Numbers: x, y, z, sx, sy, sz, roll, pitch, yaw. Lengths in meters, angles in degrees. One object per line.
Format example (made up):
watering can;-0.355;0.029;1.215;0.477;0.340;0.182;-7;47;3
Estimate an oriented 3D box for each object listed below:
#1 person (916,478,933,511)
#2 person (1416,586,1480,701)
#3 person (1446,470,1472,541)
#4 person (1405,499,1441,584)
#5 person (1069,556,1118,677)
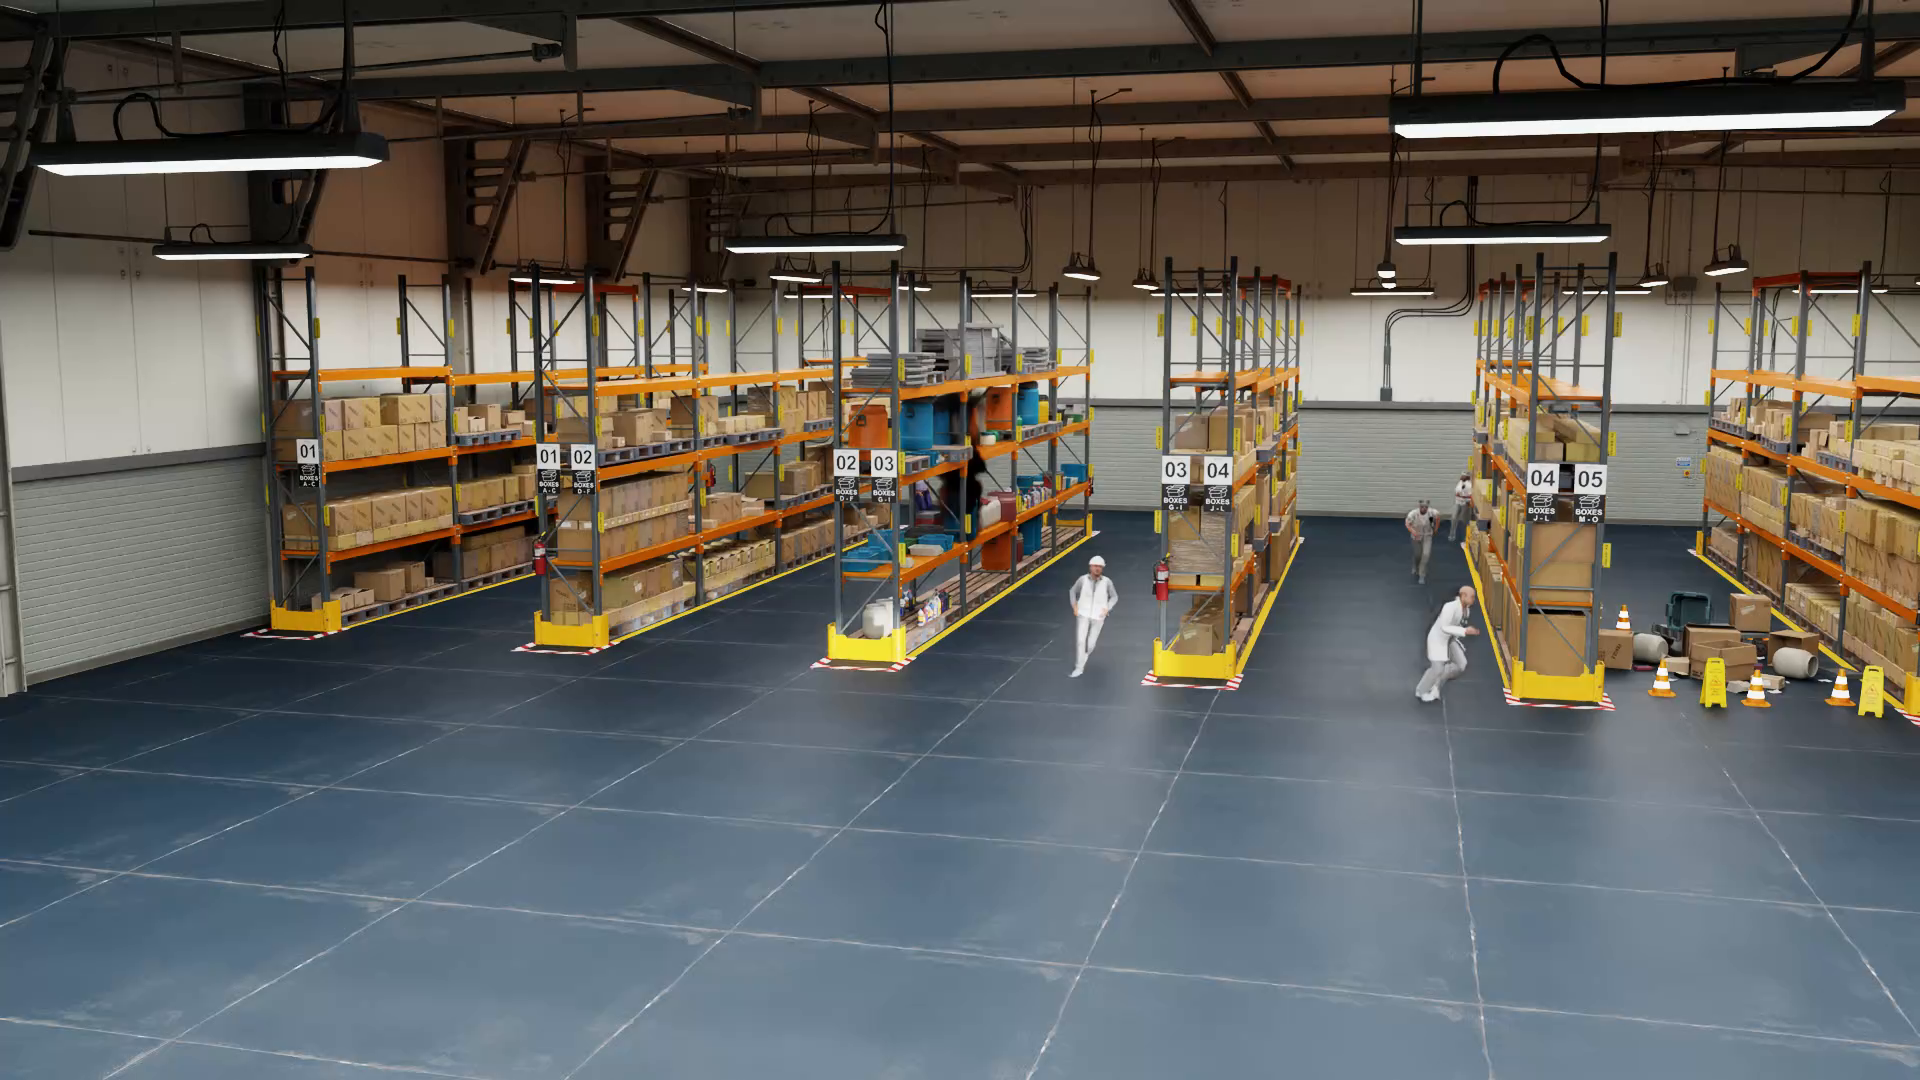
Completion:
person;-0.962;-1.134;42.223;0.593;1.572;0.510;-3;8;-22
person;6.571;1.382;22.267;0.742;1.612;0.969;-7;10;-42
person;11.956;-0.795;39.331;0.781;1.749;0.583;-4;8;-28
person;9.198;-0.001;33.155;0.702;1.719;1.023;1;7;7
person;1.942;1.087;24.242;0.713;1.733;0.758;1;7;5
